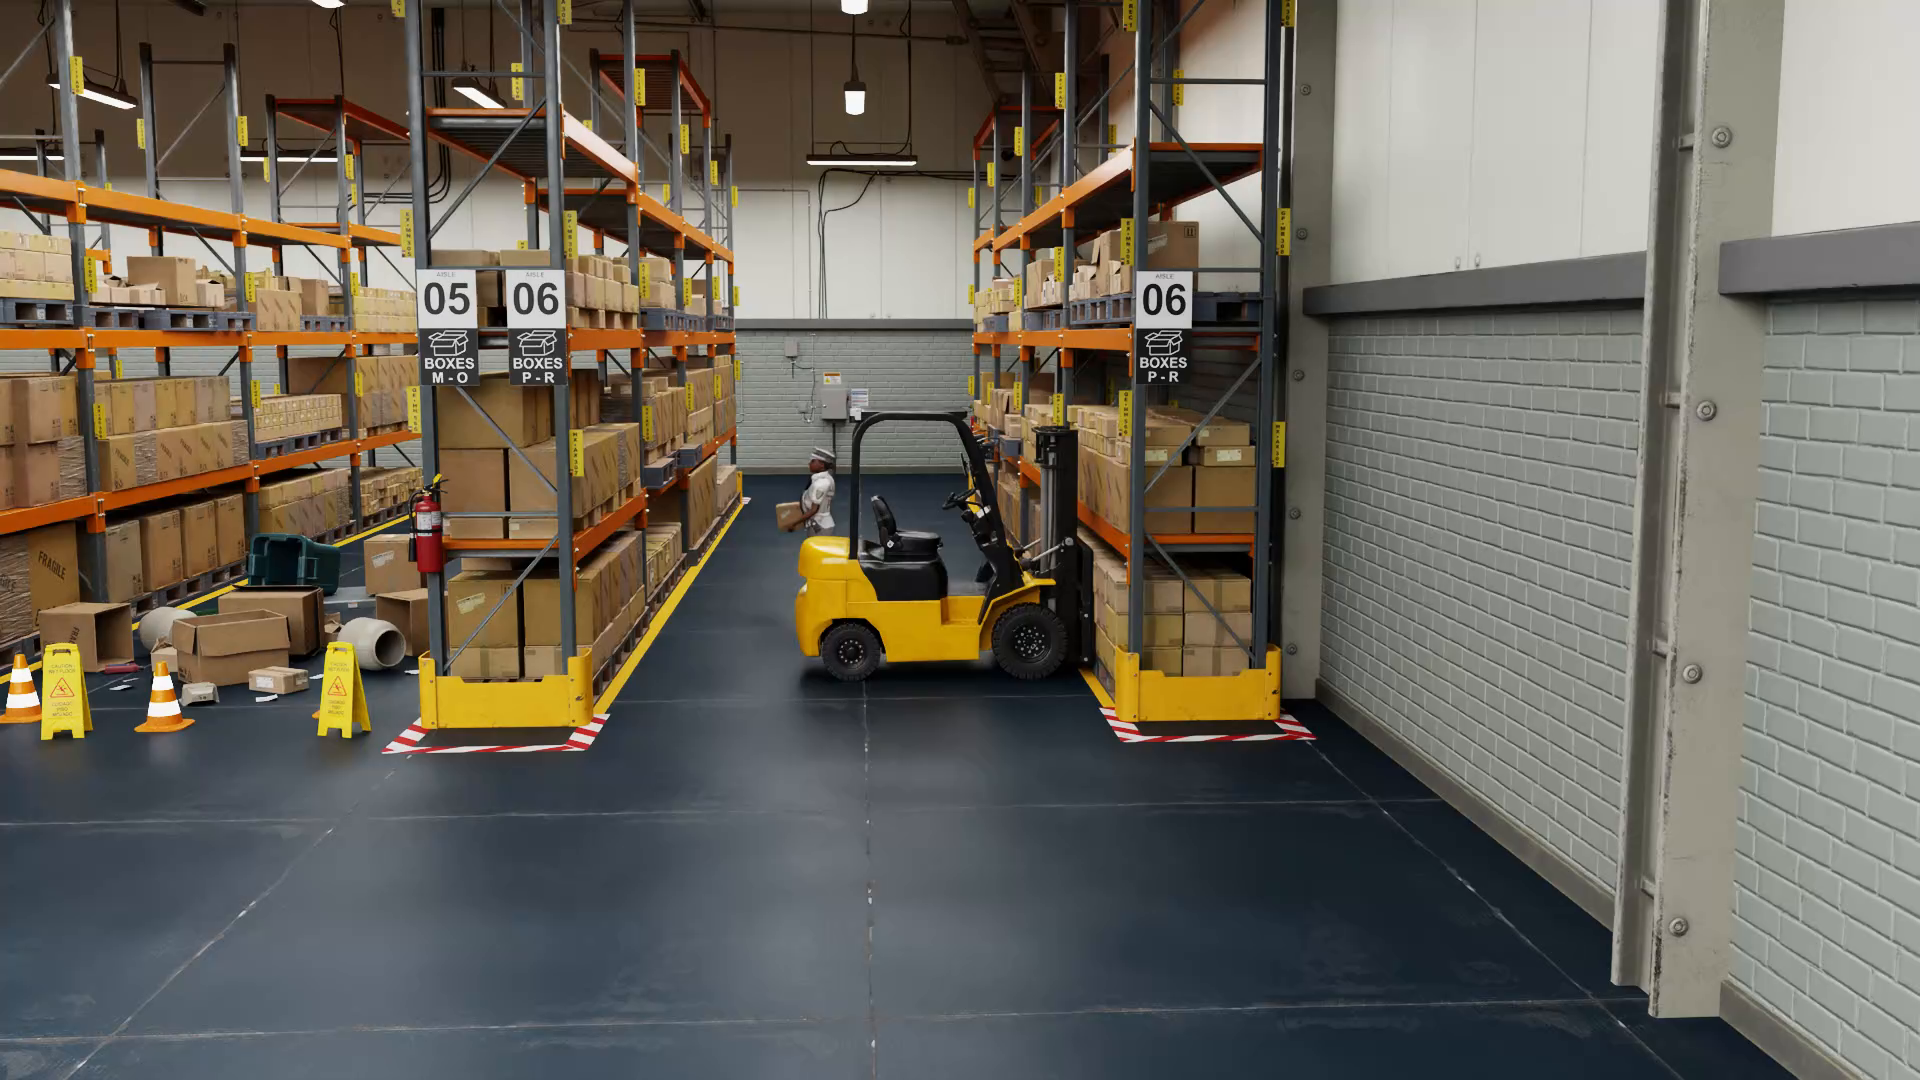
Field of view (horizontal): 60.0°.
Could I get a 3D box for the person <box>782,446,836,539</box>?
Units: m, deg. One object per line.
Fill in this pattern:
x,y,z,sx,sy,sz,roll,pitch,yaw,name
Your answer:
-1.473,-0.079,16.305,0.527,1.689,0.451,0,7,-3,person
